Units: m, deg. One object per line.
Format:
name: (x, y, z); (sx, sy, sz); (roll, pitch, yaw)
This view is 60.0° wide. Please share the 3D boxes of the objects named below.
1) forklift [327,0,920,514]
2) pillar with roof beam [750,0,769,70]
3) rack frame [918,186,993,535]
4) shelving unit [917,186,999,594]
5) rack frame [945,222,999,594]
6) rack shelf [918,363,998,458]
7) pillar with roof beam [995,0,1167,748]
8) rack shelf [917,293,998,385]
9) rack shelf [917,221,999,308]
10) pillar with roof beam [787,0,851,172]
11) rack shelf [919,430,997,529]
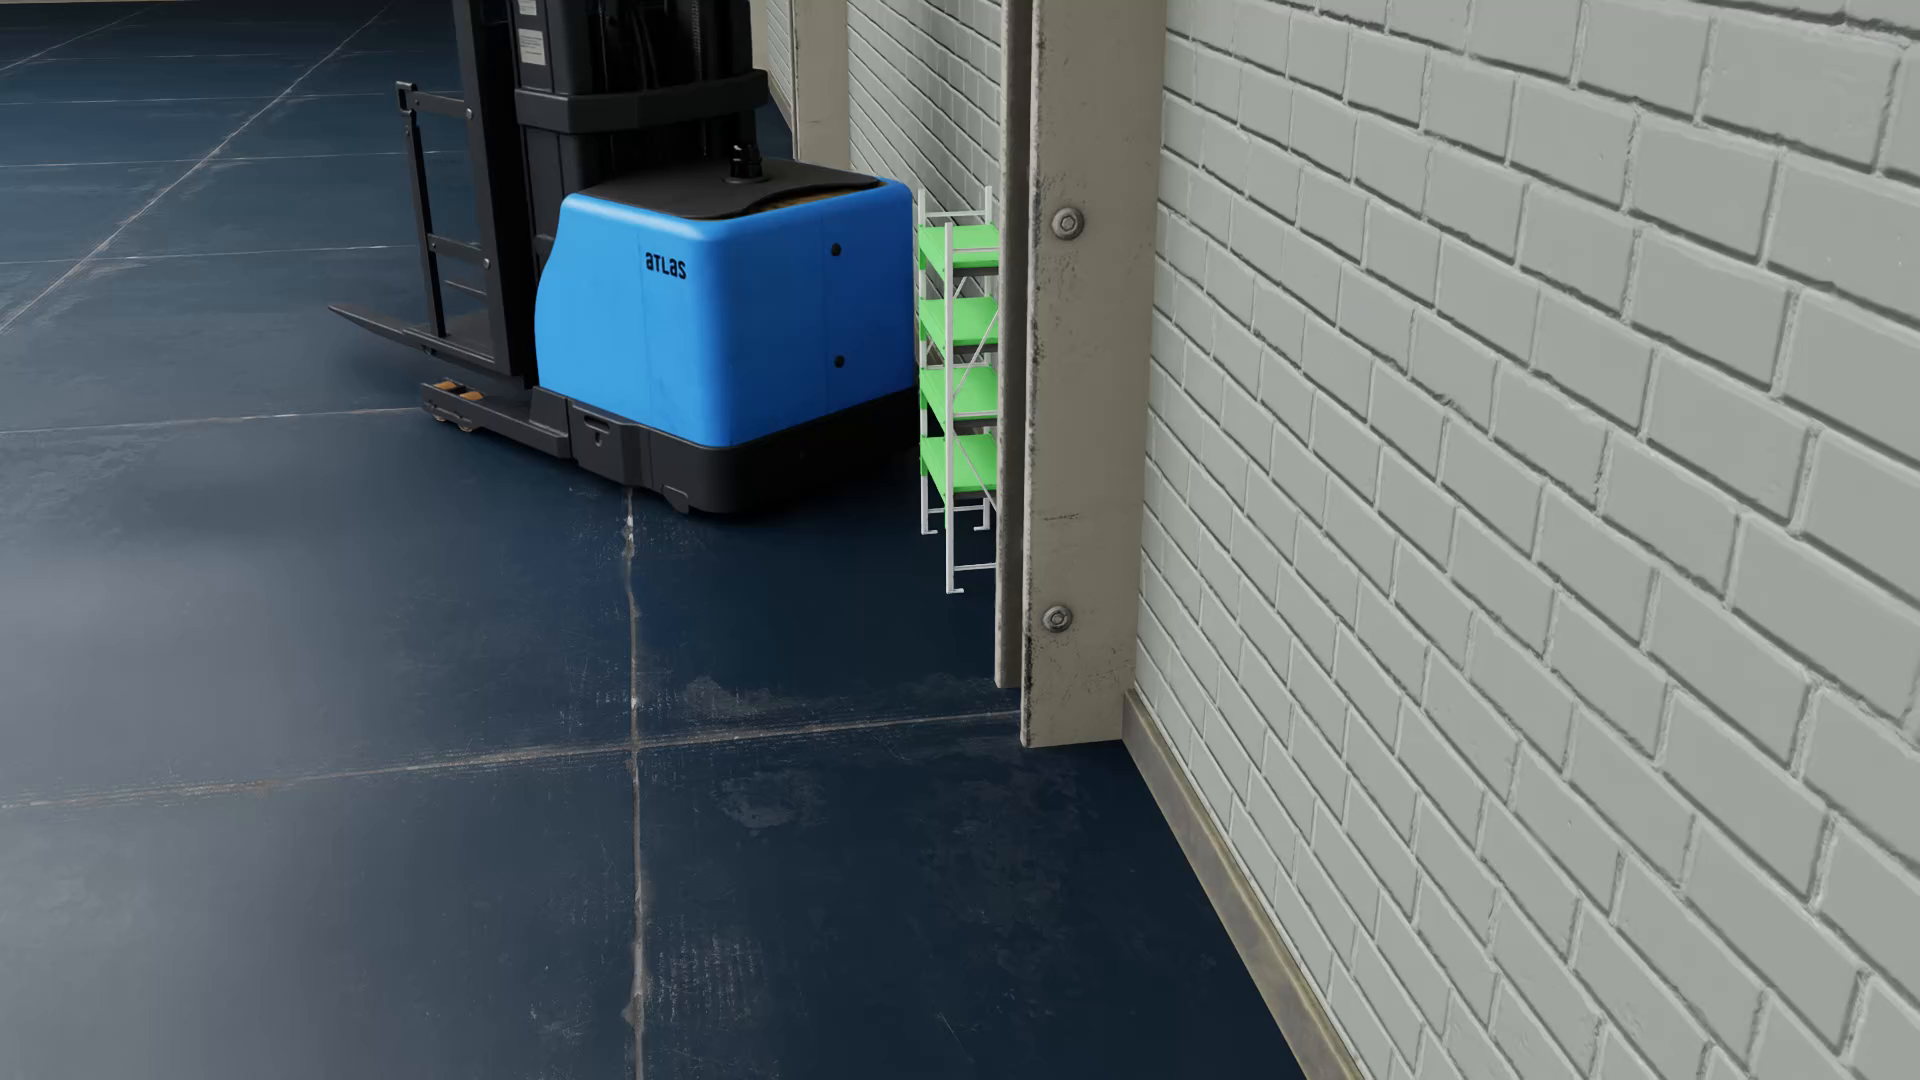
forklift: (-1.584, -1.915, 6.472); (3.031, 2.935, 1.130); (20, 31, 38)
pillar with roof beam: (-6.162, -8.055, 12.950); (9.100, 9.000, 0.400); (-4, 24, -10)
rack frame: (-0.015, -0.581, 5.581); (0.240, 1.200, 0.015); (-4, 24, -10)
shelving unit: (0.031, -0.485, 5.361); (0.258, 1.200, 0.503); (-4, 24, -10)
rack frame: (0.076, -0.389, 5.141); (0.240, 1.200, 0.015); (-4, 24, -10)
rack shelf: (0.031, -0.426, 5.386); (0.258, 0.148, 0.480); (-4, 24, -10)
pillar with roof beam: (-3.943, -3.335, 2.143); (9.100, 9.000, 0.400); (-4, 24, -10)
rack shelf: (0.031, -0.646, 5.290); (0.258, 0.148, 0.480); (-4, 24, -10)
rack shelf: (0.031, -0.866, 5.194); (0.258, 0.148, 0.480); (-4, 24, -10)
pillar with roof beam: (-5.052, -5.695, 7.547); (9.100, 9.000, 0.400); (-4, 24, -10)
rack shelf: (0.031, -0.206, 5.482); (0.258, 0.148, 0.480); (-4, 24, -10)
